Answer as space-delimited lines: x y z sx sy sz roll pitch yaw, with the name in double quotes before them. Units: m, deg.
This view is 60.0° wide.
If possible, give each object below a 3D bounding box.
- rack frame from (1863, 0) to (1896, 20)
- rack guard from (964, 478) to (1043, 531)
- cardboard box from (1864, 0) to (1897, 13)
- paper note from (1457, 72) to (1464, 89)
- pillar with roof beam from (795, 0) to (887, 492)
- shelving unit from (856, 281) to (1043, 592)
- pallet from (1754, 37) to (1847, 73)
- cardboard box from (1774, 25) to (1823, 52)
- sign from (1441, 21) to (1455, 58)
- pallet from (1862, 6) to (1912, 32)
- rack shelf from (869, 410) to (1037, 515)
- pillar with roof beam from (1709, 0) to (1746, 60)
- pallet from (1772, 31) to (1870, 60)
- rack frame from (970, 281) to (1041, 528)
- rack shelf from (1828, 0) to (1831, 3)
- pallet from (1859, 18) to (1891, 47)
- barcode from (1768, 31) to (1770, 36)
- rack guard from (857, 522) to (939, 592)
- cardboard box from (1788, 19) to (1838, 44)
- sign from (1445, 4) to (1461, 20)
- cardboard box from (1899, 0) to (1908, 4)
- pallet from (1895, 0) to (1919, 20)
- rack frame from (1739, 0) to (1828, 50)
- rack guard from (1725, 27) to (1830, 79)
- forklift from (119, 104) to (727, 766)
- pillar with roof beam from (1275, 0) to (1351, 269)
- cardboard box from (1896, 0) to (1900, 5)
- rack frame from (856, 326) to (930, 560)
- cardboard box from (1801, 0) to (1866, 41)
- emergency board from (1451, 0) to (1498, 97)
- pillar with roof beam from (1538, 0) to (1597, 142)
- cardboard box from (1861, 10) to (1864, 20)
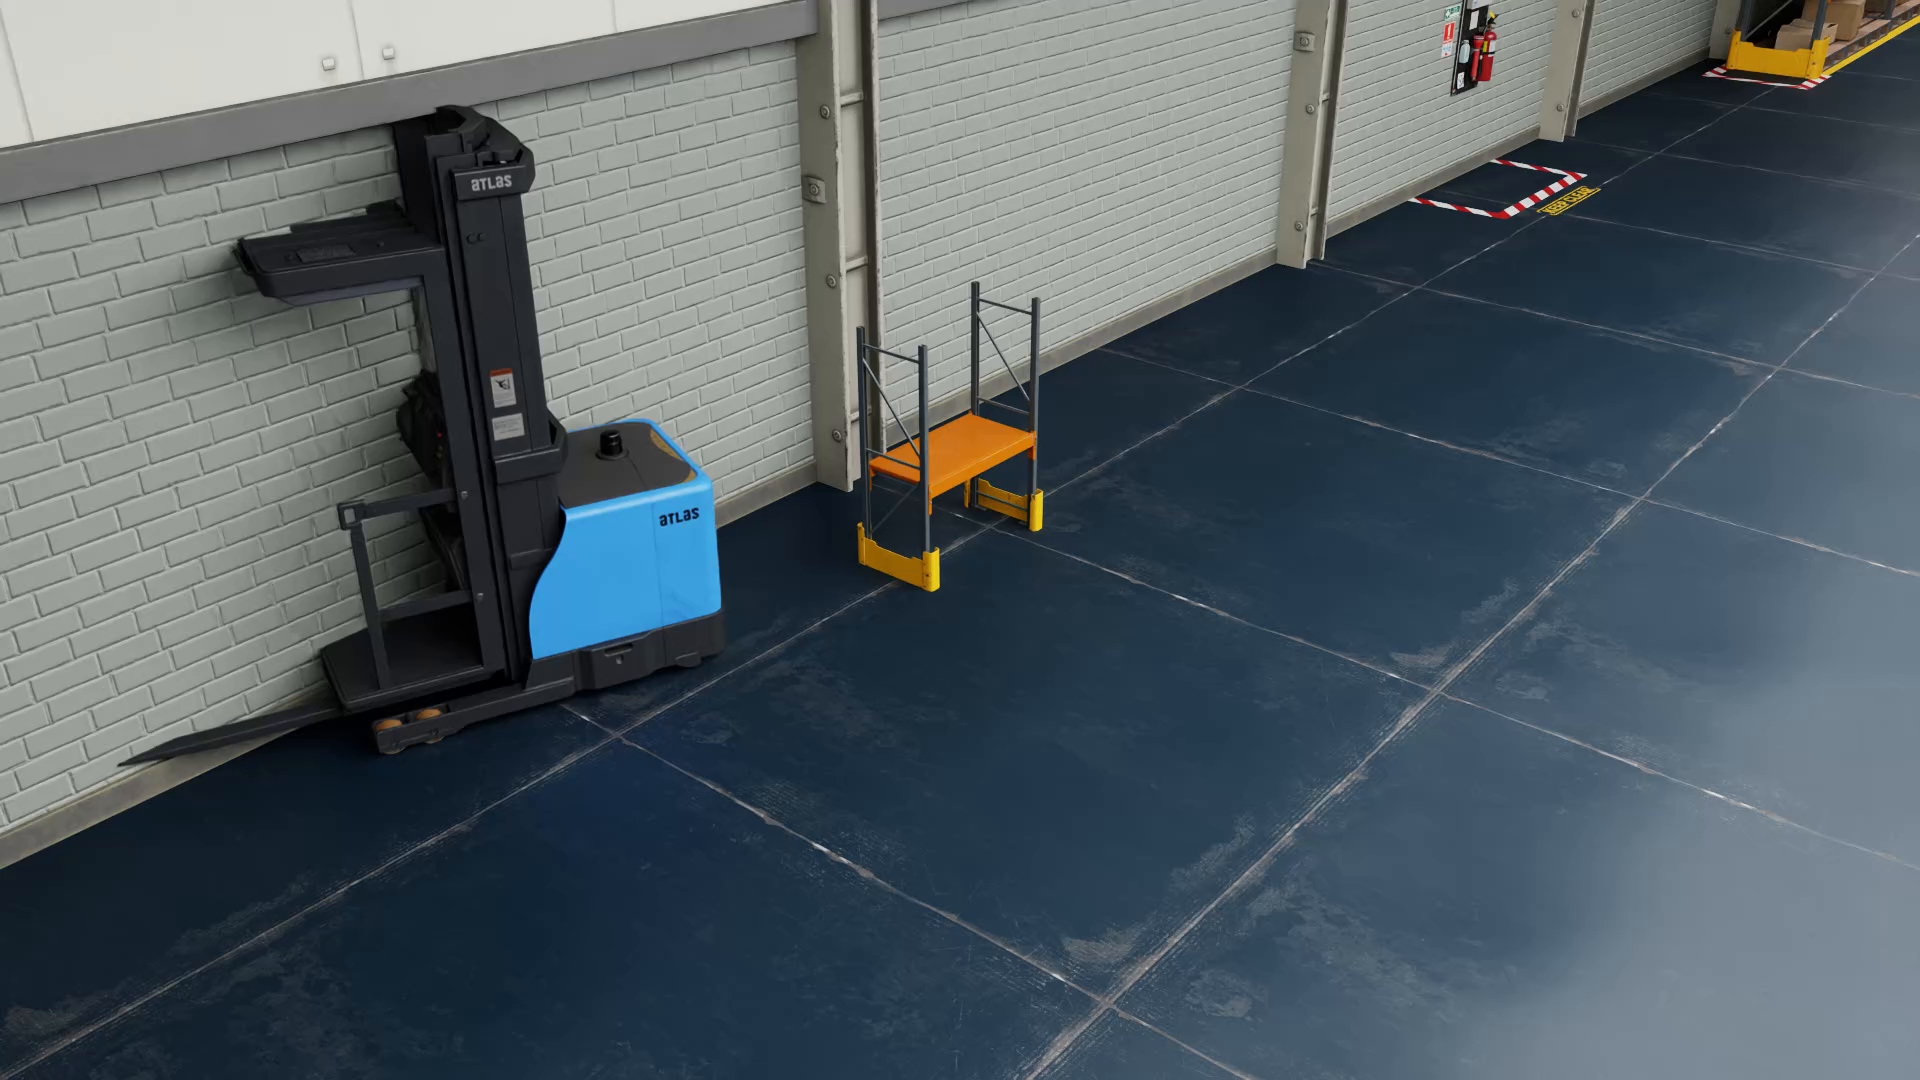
"rack frame" 13.490 -9.058 24.495 1.000 3.000 0.127 21 34 34
"rack guard" 0.268 -0.261 10.482 0.587 0.250 0.087 21 34 34
"cardboard box" 13.946 -8.409 25.482 0.700 0.500 0.500 22 35 36
"paper note" 5.140 -4.715 17.058 0.016 0.148 0.142 21 34 34
"pillar with roof beam" 2.597 -3.166 6.575 9.100 9.000 0.400 21 34 34
"shelving unit" -0.048 -0.639 9.853 0.587 1.500 1.083 21 34 34
"pallet" 11.539 -6.706 22.984 1.003 0.211 1.213 21 34 34
"cardboard box" 11.456 -6.860 22.694 0.500 0.311 0.500 17 32 29
"sign" 4.875 -4.999 16.609 0.001 0.329 0.234 21 34 34
"pallet" 13.985 -8.096 25.670 1.003 0.211 1.213 21 34 34
"rack shelf" -0.054 -0.476 9.930 0.538 0.185 1.000 21 34 34
"pillar with roof beam" 14.046 -9.547 18.912 9.100 9.000 0.400 21 34 34
"pallet" 12.315 -7.137 23.816 1.003 0.211 1.213 21 34 34
"rack frame" 0.269 -0.816 10.195 0.500 1.500 0.032 21 34 34
"rack shelf" 12.218 -8.030 23.290 1.077 0.370 4.000 21 34 34
"pallet" 13.091 -7.571 24.656 1.003 0.211 1.213 21 34 34
"barcode" 11.159 -6.988 22.930 0.001 0.075 0.075 21 34 34
"rack guard" -0.365 0.093 9.799 0.587 0.250 0.087 21 34 34
"cardboard box" 11.818 -7.062 23.085 0.500 0.311 0.500 24 36 38
"sign" 4.885 -5.233 16.486 0.001 0.109 0.331 21 34 34
"cardboard box" 14.591 -8.776 26.192 0.700 0.500 0.500 21 34 35
"pallet" 14.760 -8.531 26.510 1.003 0.211 1.213 21 34 34
"rack frame" 10.946 -7.640 21.754 1.000 3.000 0.127 21 34 34
"rack guard" 10.995 -6.557 22.380 1.175 0.500 0.348 21 34 34
"forklift" -2.801 -0.524 8.072 3.031 2.935 1.130 -14 31 -25
"pillar with roof beam" 6.413 -5.293 10.688 9.100 9.000 0.400 21 34 34
"cardboard box" 14.236 -8.607 25.865 0.700 0.500 0.500 20 33 33
"rack frame" -0.378 -0.456 9.499 0.500 1.500 0.032 21 34 34
"cardboard box" 12.324 -7.392 23.516 0.700 0.500 0.500 18 33 31
"emergency board" 5.306 -5.149 16.938 0.194 1.169 0.643 21 34 34
"pillar with roof beam" 10.229 -7.420 14.800 9.100 9.000 0.400 21 34 34
"cardboard box" 13.173 -7.797 24.662 0.380 0.166 0.250 16 31 28
